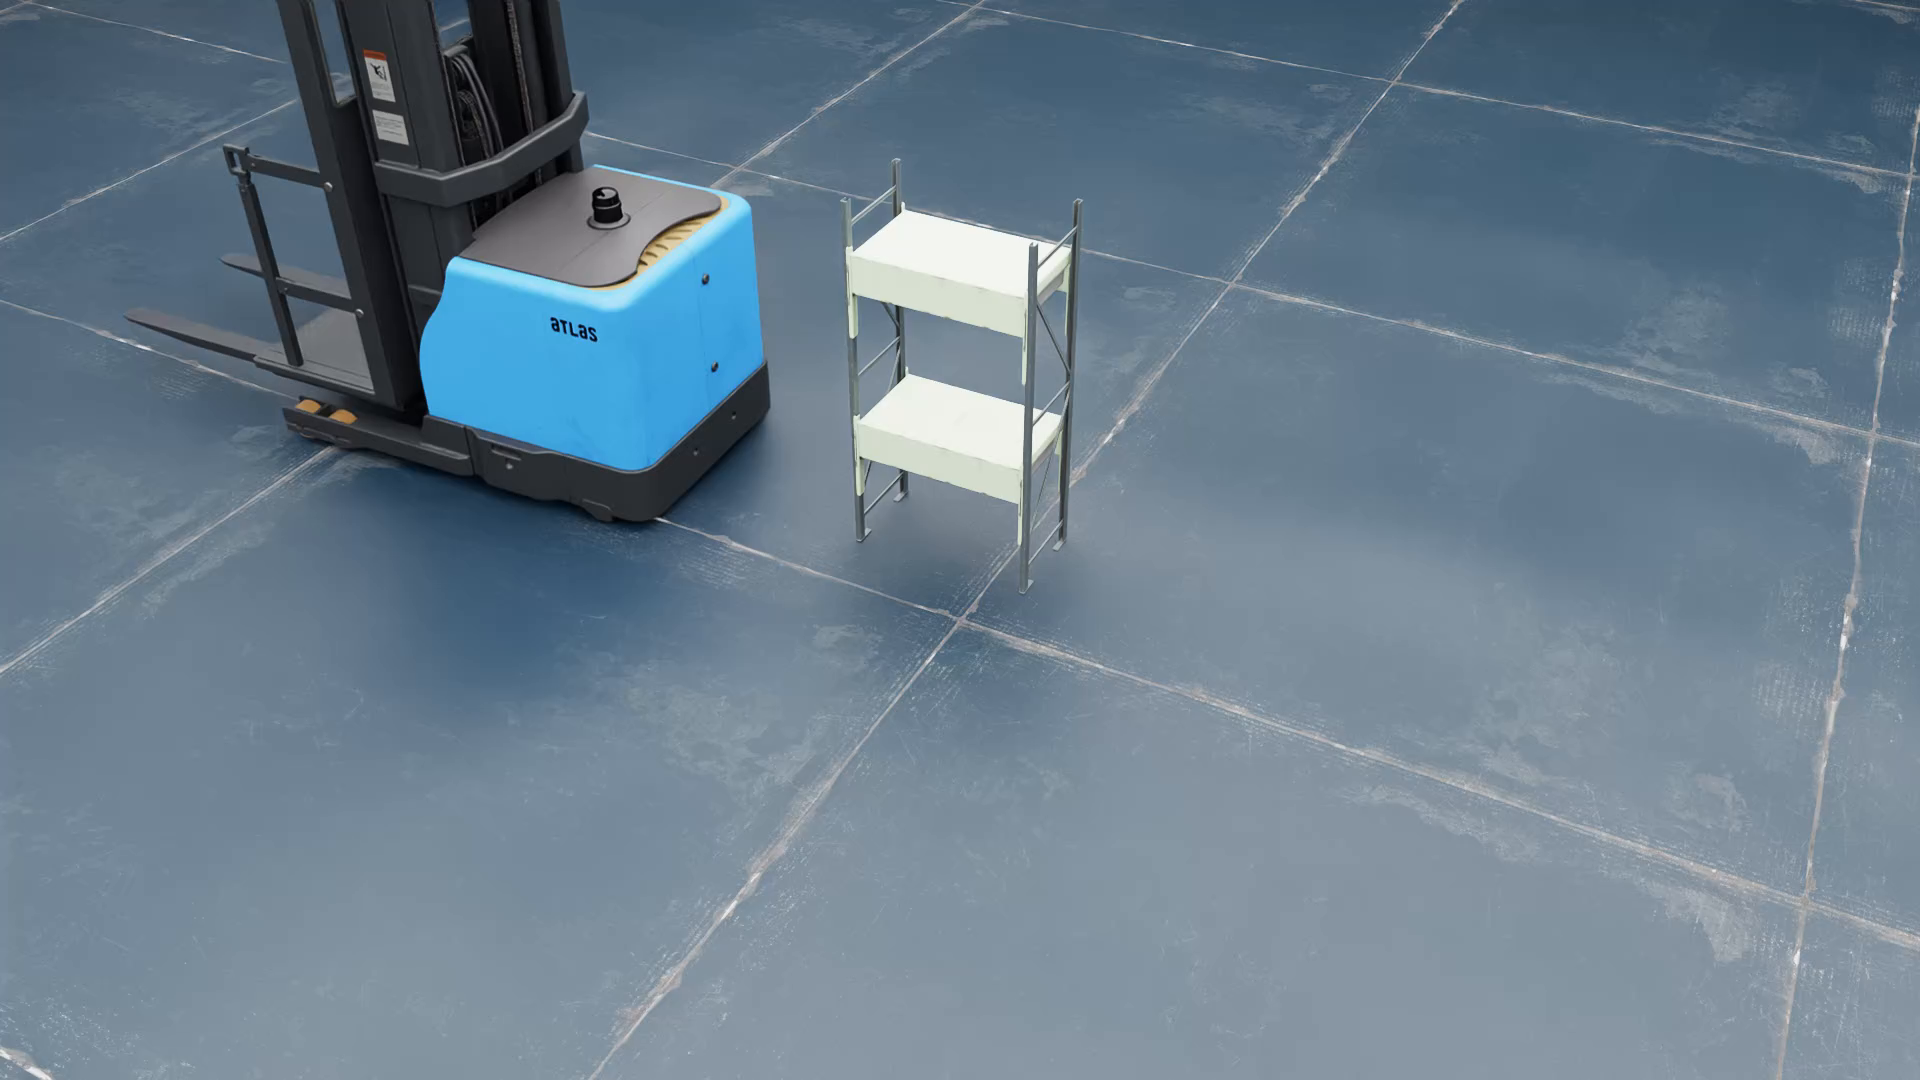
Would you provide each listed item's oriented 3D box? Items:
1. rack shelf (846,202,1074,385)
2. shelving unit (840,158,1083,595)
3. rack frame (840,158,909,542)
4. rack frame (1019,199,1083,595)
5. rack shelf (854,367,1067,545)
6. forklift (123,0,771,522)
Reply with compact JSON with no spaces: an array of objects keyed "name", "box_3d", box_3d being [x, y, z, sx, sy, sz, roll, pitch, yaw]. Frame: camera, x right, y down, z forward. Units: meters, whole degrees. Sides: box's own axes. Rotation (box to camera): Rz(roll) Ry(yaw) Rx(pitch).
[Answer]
[{"name":"rack shelf","box_3d":[0.006,-0.906,6.058,0.720,0.370,0.431,17,41,21]},{"name":"shelving unit","box_3d":[0.006,-0.596,6.294,0.755,1.500,0.431,17,41,21]},{"name":"rack frame","box_3d":[-0.319,-0.697,6.428,0.023,1.500,0.400,17,41,21]},{"name":"rack frame","box_3d":[0.331,-0.494,6.160,0.023,1.500,0.400,17,41,21]},{"name":"rack shelf","box_3d":[0.006,-0.336,6.491,0.720,0.370,0.431,17,41,21]},{"name":"forklift","box_3d":[-2.403,-1.839,6.748,3.031,2.935,1.130,16,40,20]}]
